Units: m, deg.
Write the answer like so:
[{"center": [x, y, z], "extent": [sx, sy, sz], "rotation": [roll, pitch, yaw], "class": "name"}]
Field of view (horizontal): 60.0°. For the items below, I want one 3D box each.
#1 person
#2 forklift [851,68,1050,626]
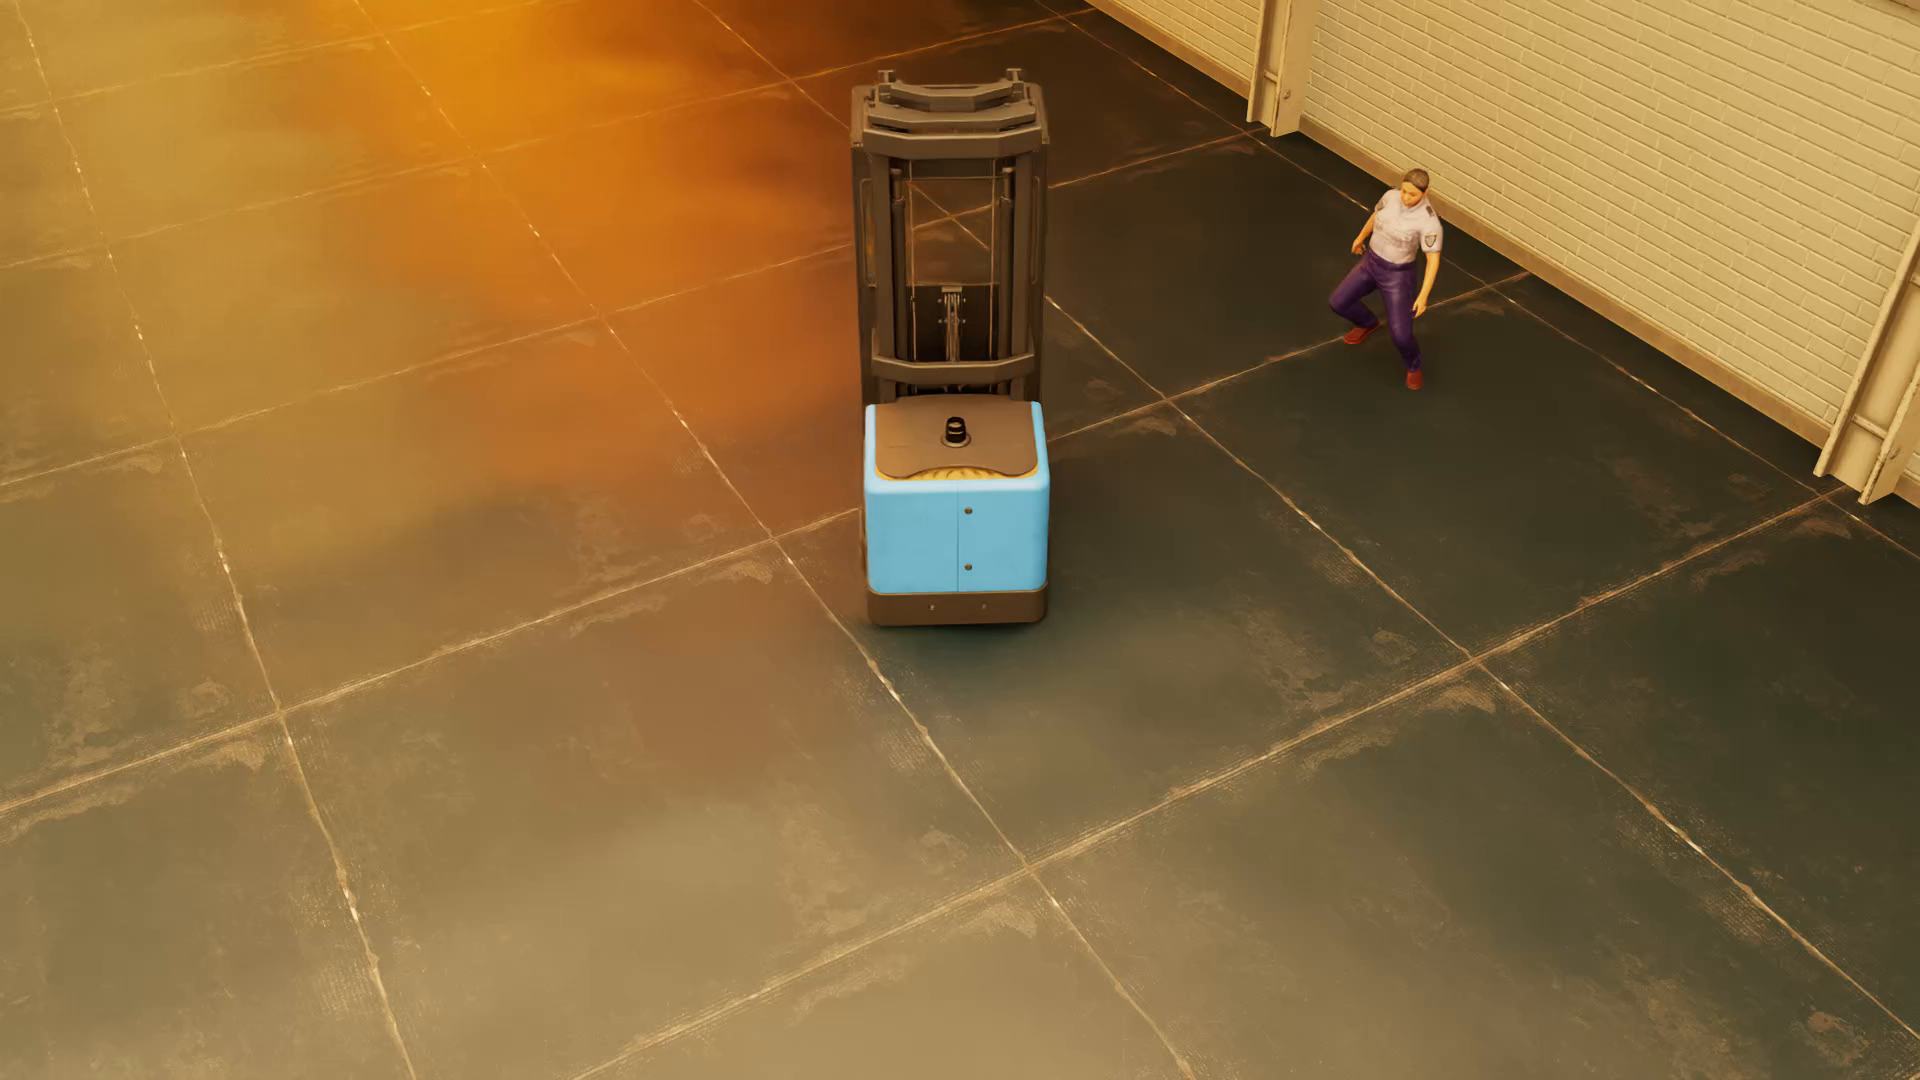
[{"center": [2.930, -1.852, 11.357], "extent": [0.504, 1.566, 0.828], "rotation": [-20, 44, -22], "class": "person"}, {"center": [-0.064, -1.551, 9.906], "extent": [1.130, 2.935, 3.031], "rotation": [-1, 40, -2], "class": "forklift"}]
